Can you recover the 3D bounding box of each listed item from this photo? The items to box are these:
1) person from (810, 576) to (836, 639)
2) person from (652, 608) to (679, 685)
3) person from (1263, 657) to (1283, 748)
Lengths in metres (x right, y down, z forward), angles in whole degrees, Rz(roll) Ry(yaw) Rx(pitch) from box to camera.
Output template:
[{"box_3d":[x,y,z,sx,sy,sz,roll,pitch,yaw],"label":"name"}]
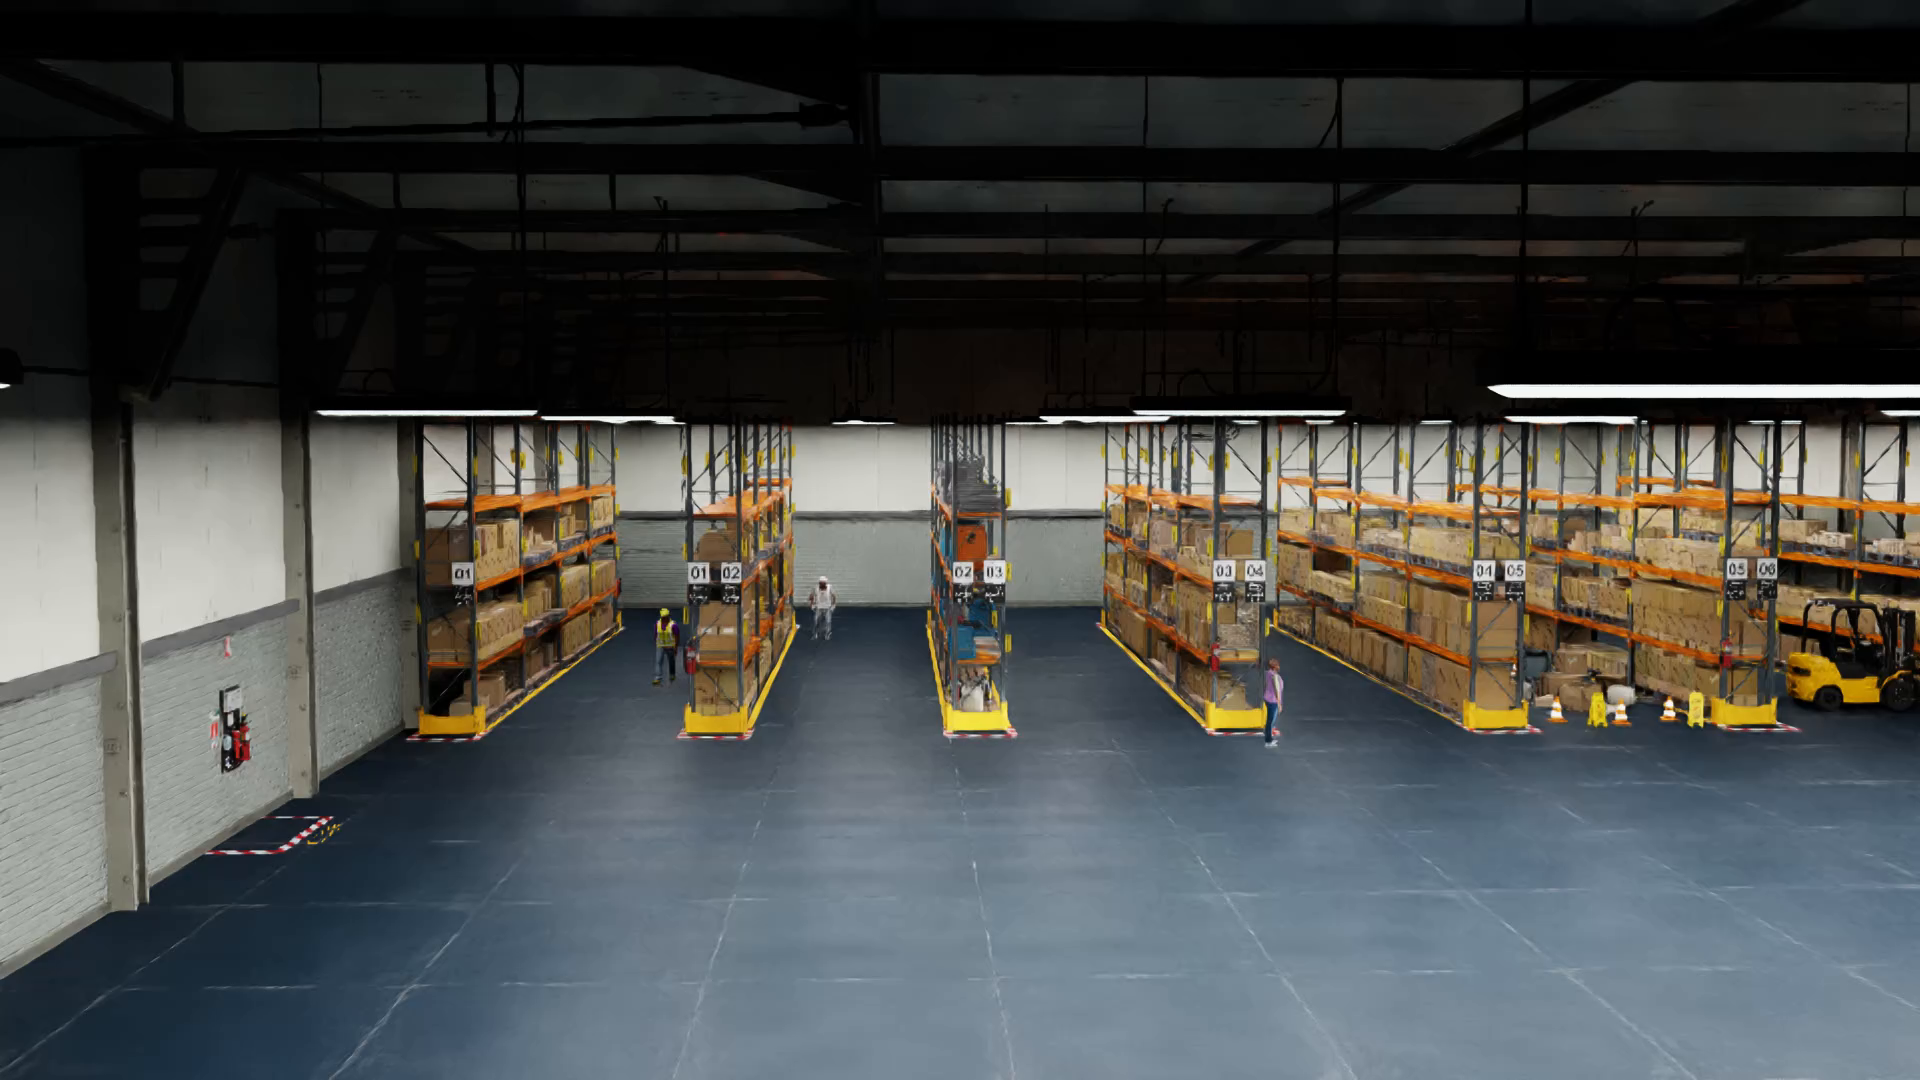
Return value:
[{"box_3d":[-3.701,1.812,44.864,0.702,1.735,0.549,0,4,-4],"label":"person"},{"box_3d":[-6.548,2.343,37.021,0.582,1.685,1.120,0,4,0],"label":"person"},{"box_3d":[5.586,2.886,29.687,0.342,1.603,0.557,-1,4,-8],"label":"person"}]
